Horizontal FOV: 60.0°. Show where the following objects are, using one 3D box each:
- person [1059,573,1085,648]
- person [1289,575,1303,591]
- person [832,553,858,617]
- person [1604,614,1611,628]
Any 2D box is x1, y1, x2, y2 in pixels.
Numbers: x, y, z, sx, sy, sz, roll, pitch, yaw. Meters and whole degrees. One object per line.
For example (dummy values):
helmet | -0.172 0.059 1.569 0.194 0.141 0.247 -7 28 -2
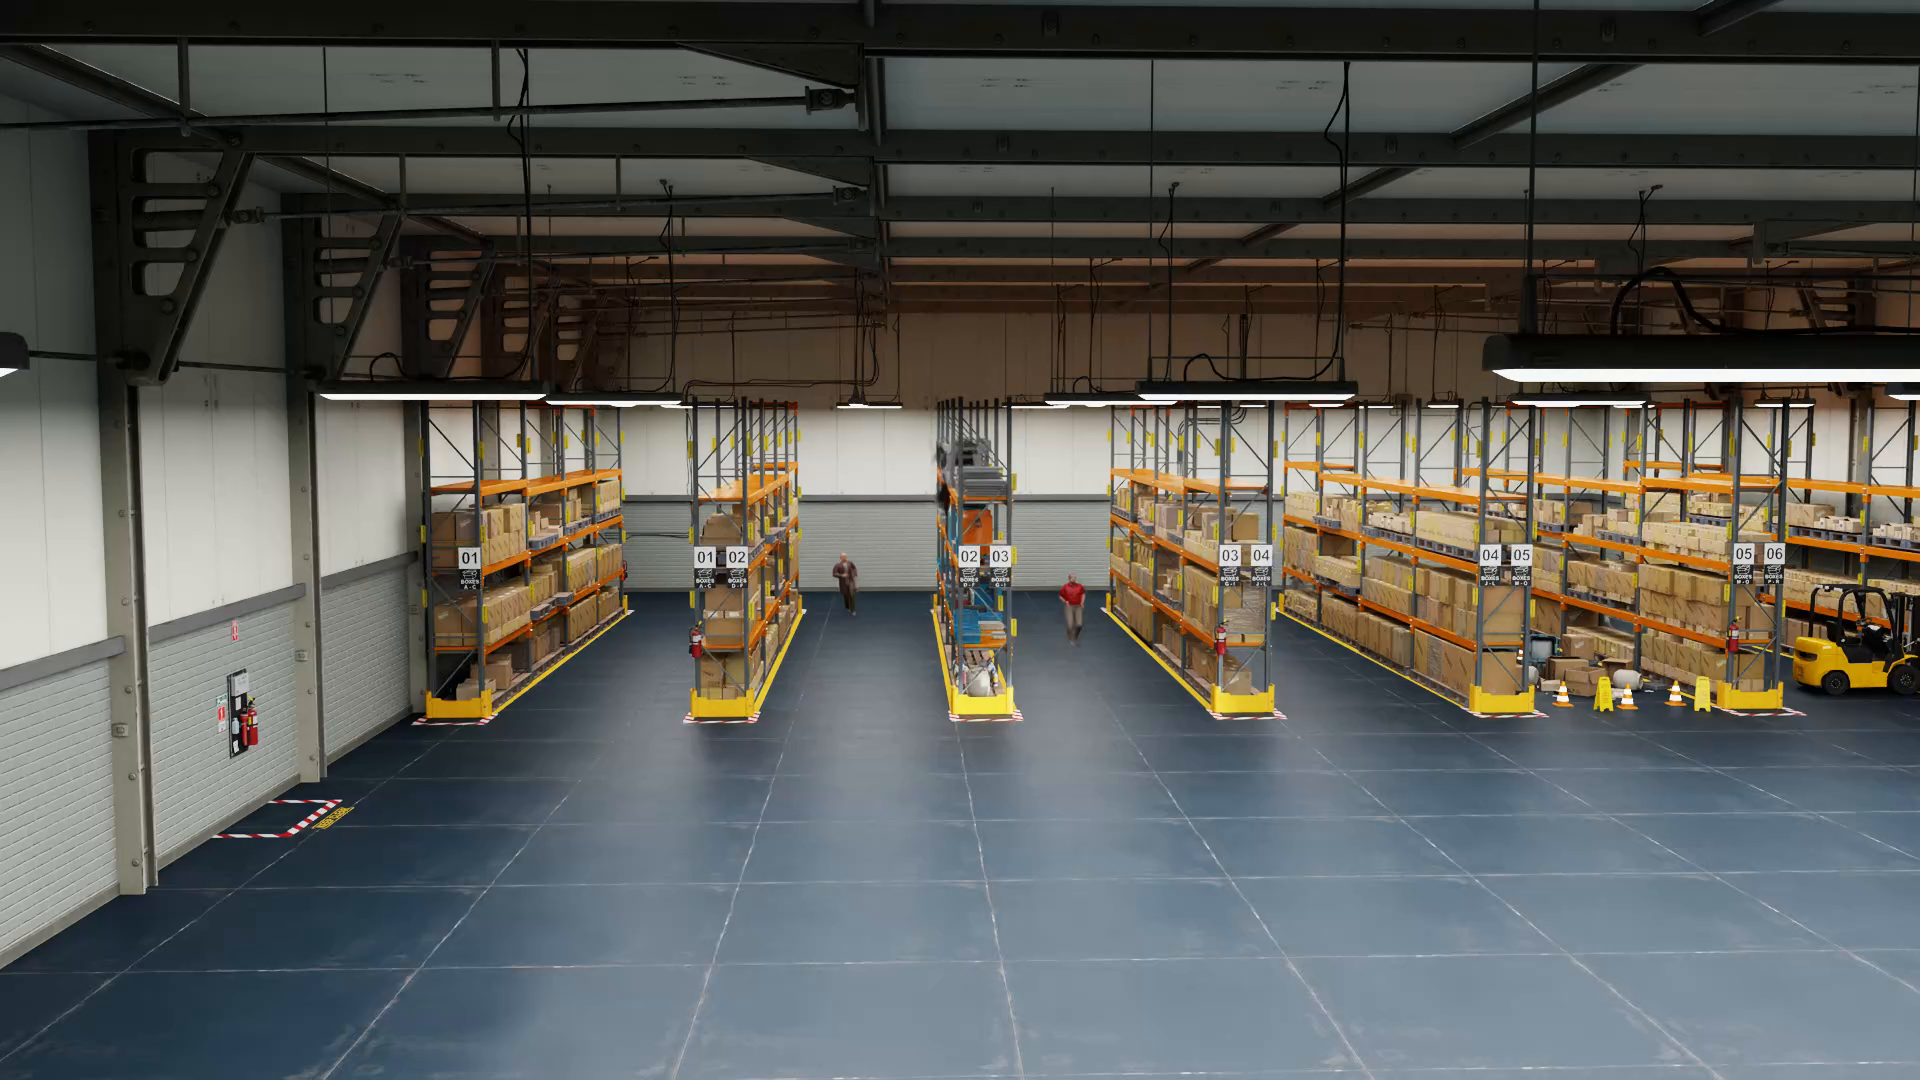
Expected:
person | 2.624 1.641 38.405 0.638 1.740 0.559 -1 4 -8
person | 9.955 1.089 49.110 0.532 1.675 0.751 3 5 33
person | -3.220 1.240 46.626 0.733 1.764 1.001 -1 5 -13
person | 16.626 1.528 42.920 0.664 1.792 0.938 0 4 -3
